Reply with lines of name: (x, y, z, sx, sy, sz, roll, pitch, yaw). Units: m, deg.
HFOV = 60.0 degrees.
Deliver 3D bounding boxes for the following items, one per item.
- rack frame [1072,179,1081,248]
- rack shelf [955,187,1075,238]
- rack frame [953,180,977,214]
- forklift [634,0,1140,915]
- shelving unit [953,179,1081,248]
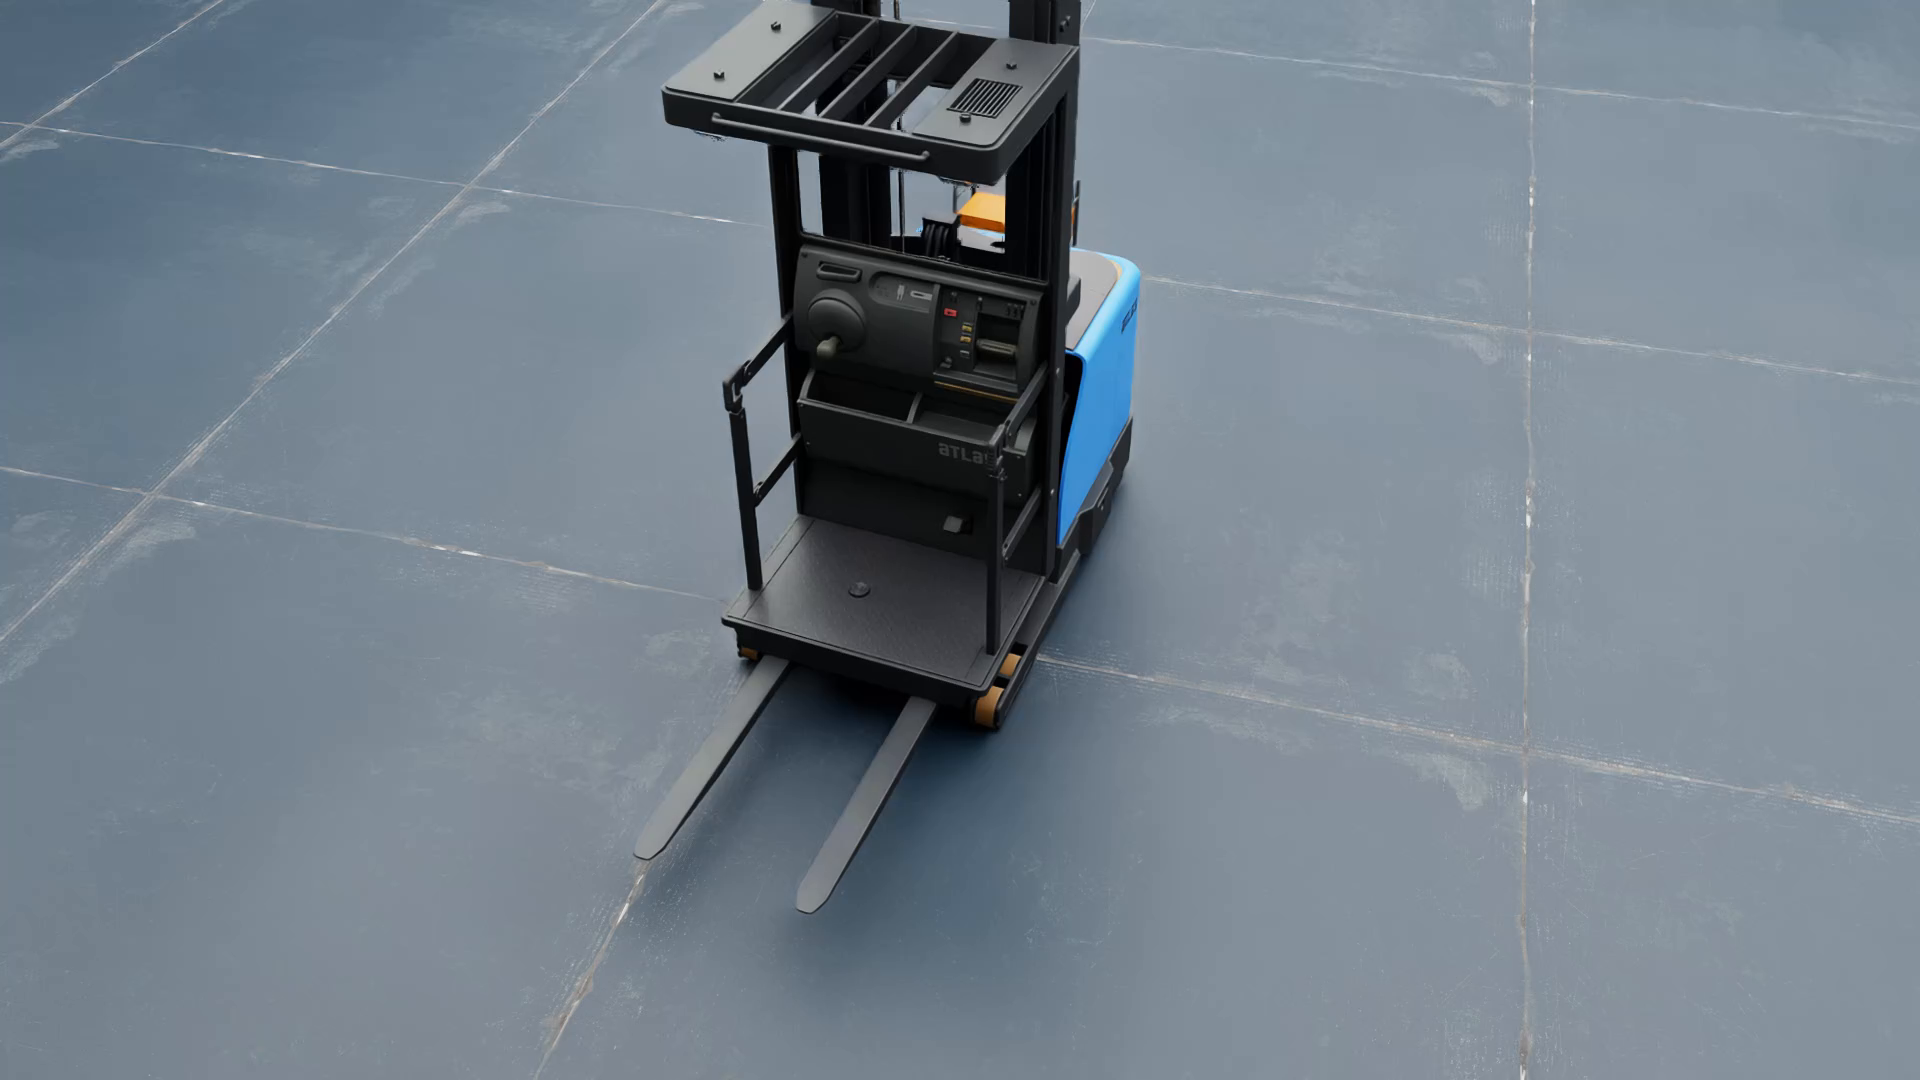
rack frame: (0.468, -1.033, 7.540, 0.015, 1.200, 0.240, 15, 40, 17)
rack shelf: (0.248, -1.402, 7.368, 0.480, 0.148, 0.258, 15, 40, 17)
rack frame: (0.017, -1.153, 7.682, 0.015, 1.200, 0.240, 15, 40, 17)
forklift: (-0.240, -0.710, 5.816, 1.130, 2.935, 3.031, 14, 42, 16)
shelving unit: (0.243, -1.093, 7.611, 0.503, 1.200, 0.258, 15, 40, 17)
